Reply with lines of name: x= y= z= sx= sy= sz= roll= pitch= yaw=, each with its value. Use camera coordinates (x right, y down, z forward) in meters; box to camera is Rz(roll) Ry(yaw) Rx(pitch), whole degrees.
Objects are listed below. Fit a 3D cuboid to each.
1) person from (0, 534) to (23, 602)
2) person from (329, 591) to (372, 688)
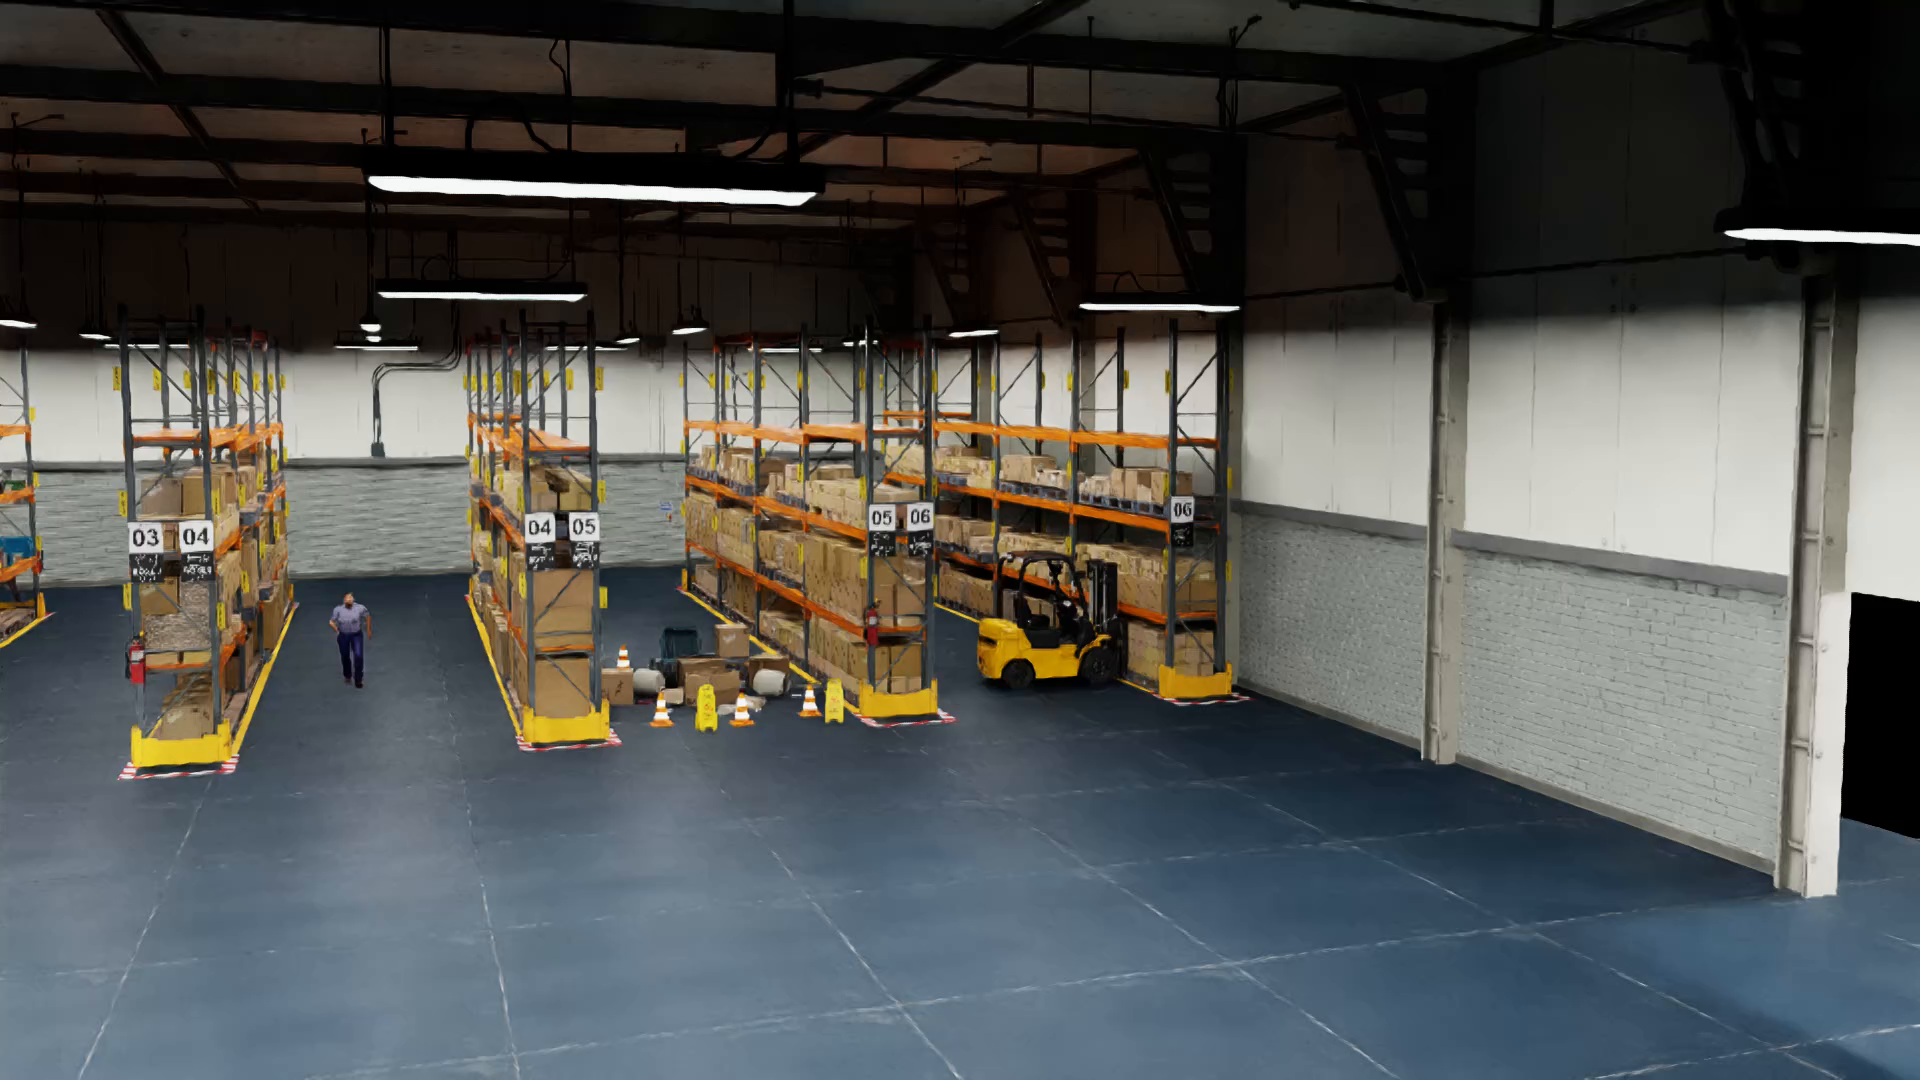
person: x=-21.088 y=0.697 z=36.590 sx=0.580 sy=1.680 sz=0.933 roll=1 pitch=6 yaw=10
person: x=-10.089 y=1.610 z=27.523 sx=0.628 sy=1.583 sz=0.828 roll=-1 pitch=6 yaw=-14
